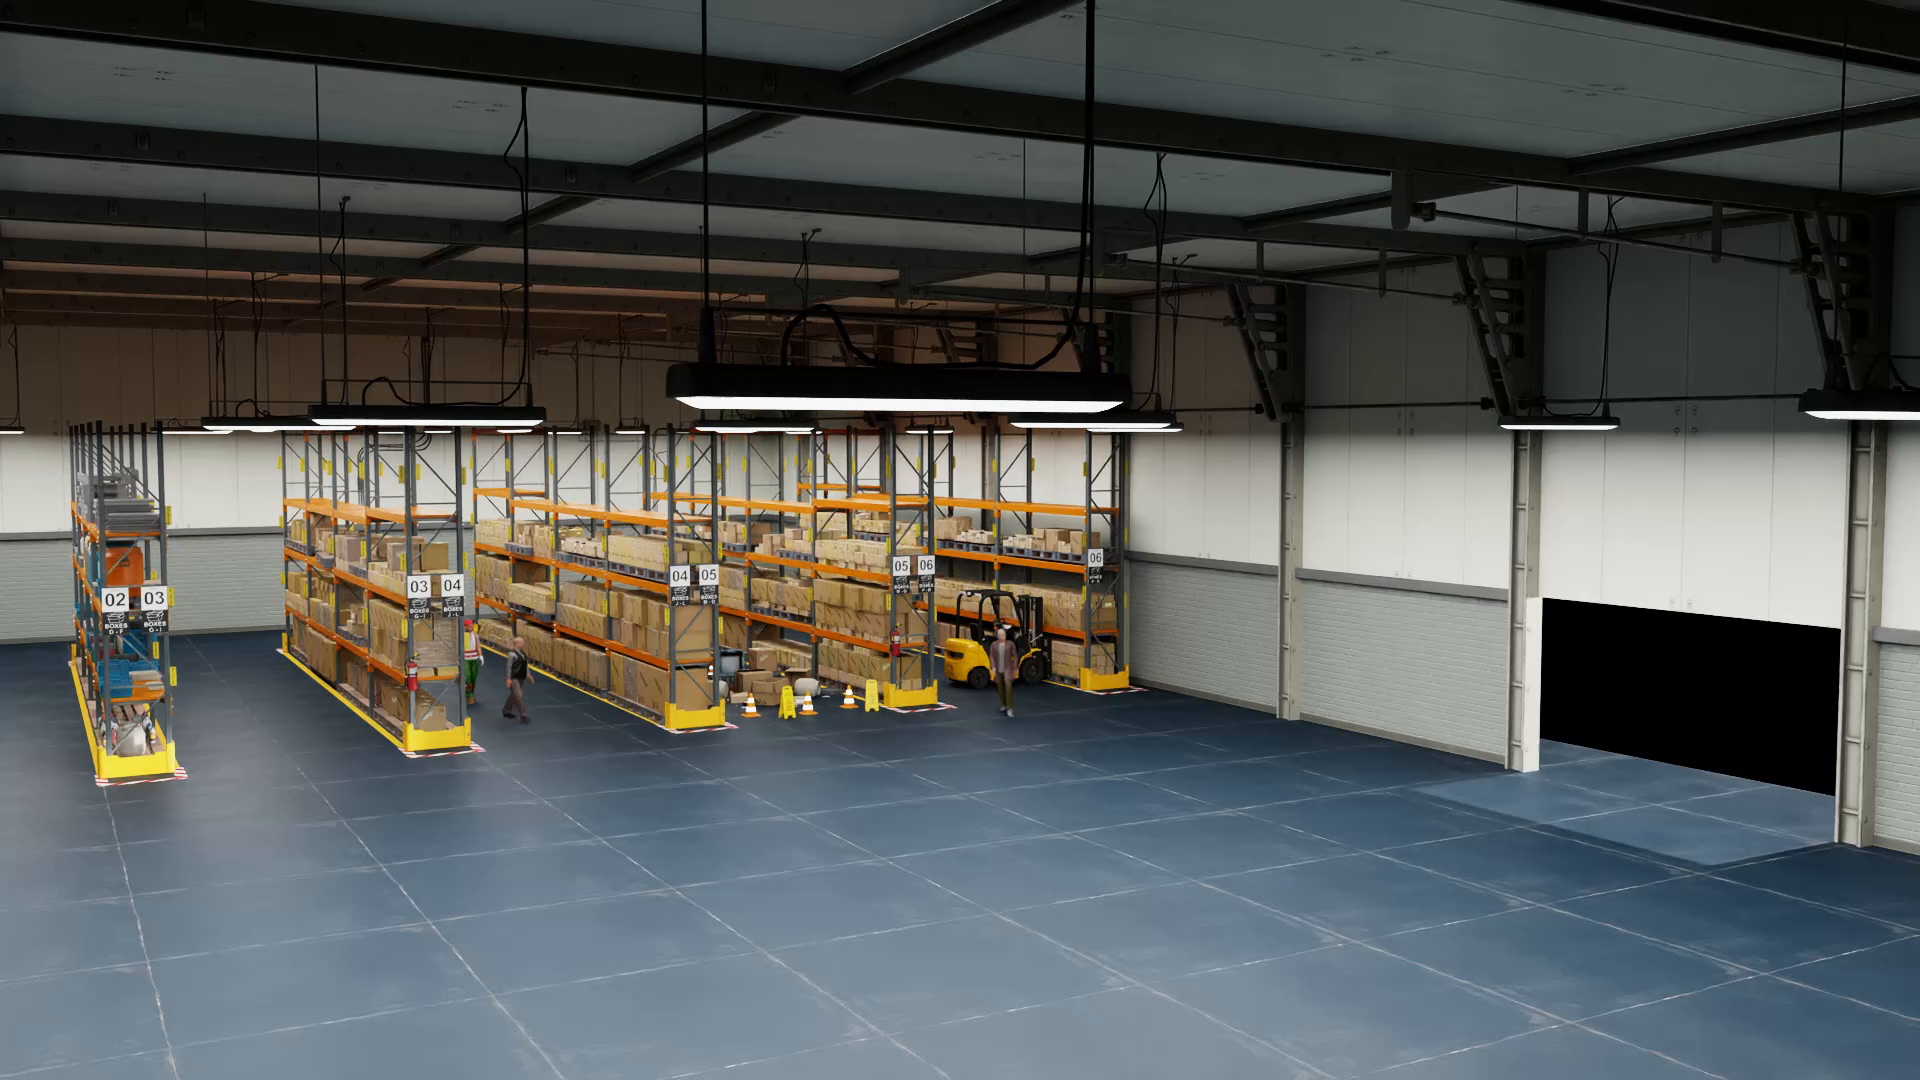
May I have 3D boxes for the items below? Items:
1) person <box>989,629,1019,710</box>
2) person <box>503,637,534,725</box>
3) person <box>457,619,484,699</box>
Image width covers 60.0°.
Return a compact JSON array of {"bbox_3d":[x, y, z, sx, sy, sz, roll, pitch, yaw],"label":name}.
[{"bbox_3d":[0.923,2.669,34.462,0.626,1.667,0.756,1,4,22],"label":"person"},{"bbox_3d":[-8.889,2.808,33.454,0.926,1.711,0.607,2,4,28],"label":"person"},{"bbox_3d":[-10.594,2.579,35.911,0.561,1.709,0.601,-3,5,-40],"label":"person"}]
